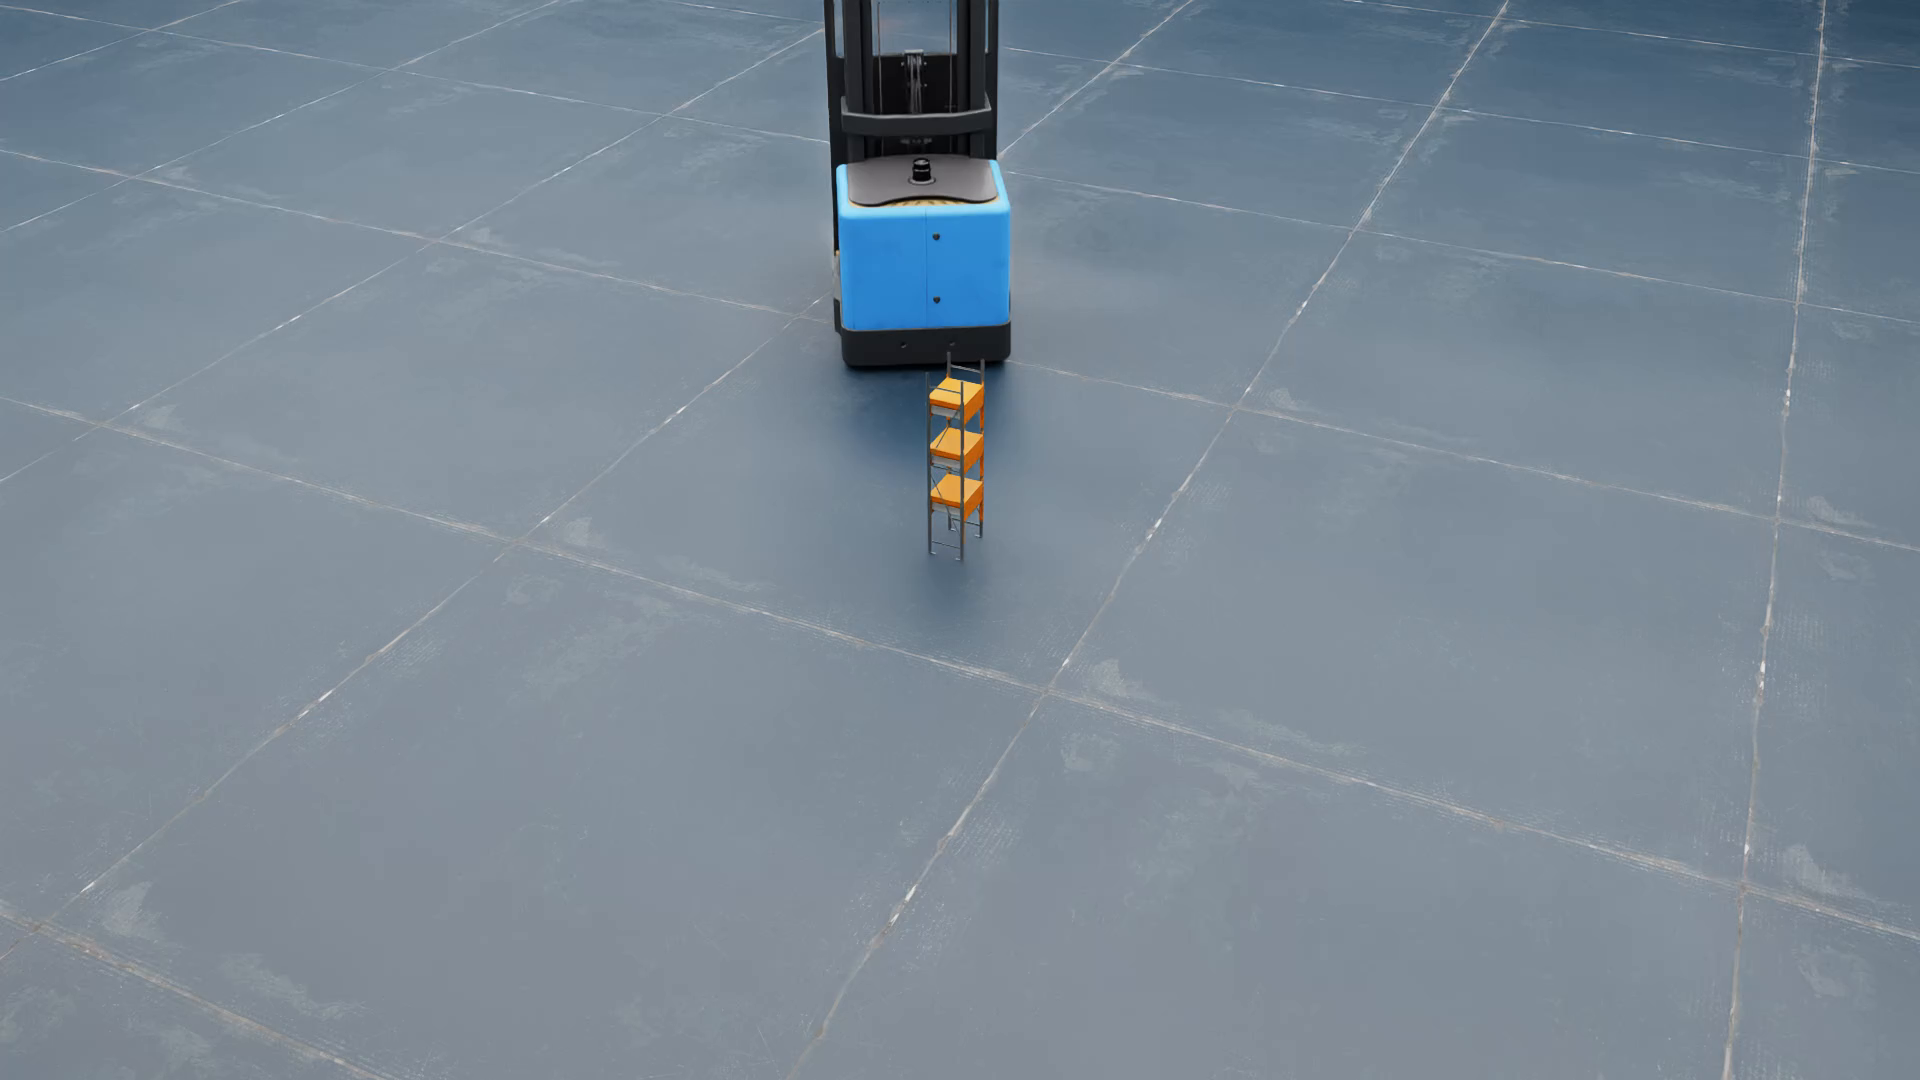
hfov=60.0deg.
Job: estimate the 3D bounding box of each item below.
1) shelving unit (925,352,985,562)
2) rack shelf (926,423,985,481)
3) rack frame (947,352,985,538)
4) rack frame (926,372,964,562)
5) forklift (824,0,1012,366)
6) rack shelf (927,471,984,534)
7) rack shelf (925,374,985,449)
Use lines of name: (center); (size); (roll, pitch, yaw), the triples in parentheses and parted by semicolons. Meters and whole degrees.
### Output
shelving unit: (-0.022, -0.412, 8.421); (0.215, 1.050, 0.252); (14, 36, 20)
rack shelf: (-0.022, -0.404, 8.427); (0.215, 0.259, 0.240); (14, 36, 20)
rack frame: (0.029, -0.473, 8.514); (0.200, 1.050, 0.008); (14, 36, 20)
rack frame: (-0.073, -0.352, 8.329); (0.200, 1.050, 0.008); (14, 36, 20)
forklift: (-0.325, -3.085, 10.781); (1.130, 2.935, 3.031); (-3, 33, -4)
rack shelf: (-0.022, -0.171, 8.580); (0.215, 0.259, 0.240); (14, 36, 20)
rack shelf: (-0.022, -0.641, 8.272); (0.215, 0.259, 0.240); (14, 36, 20)
